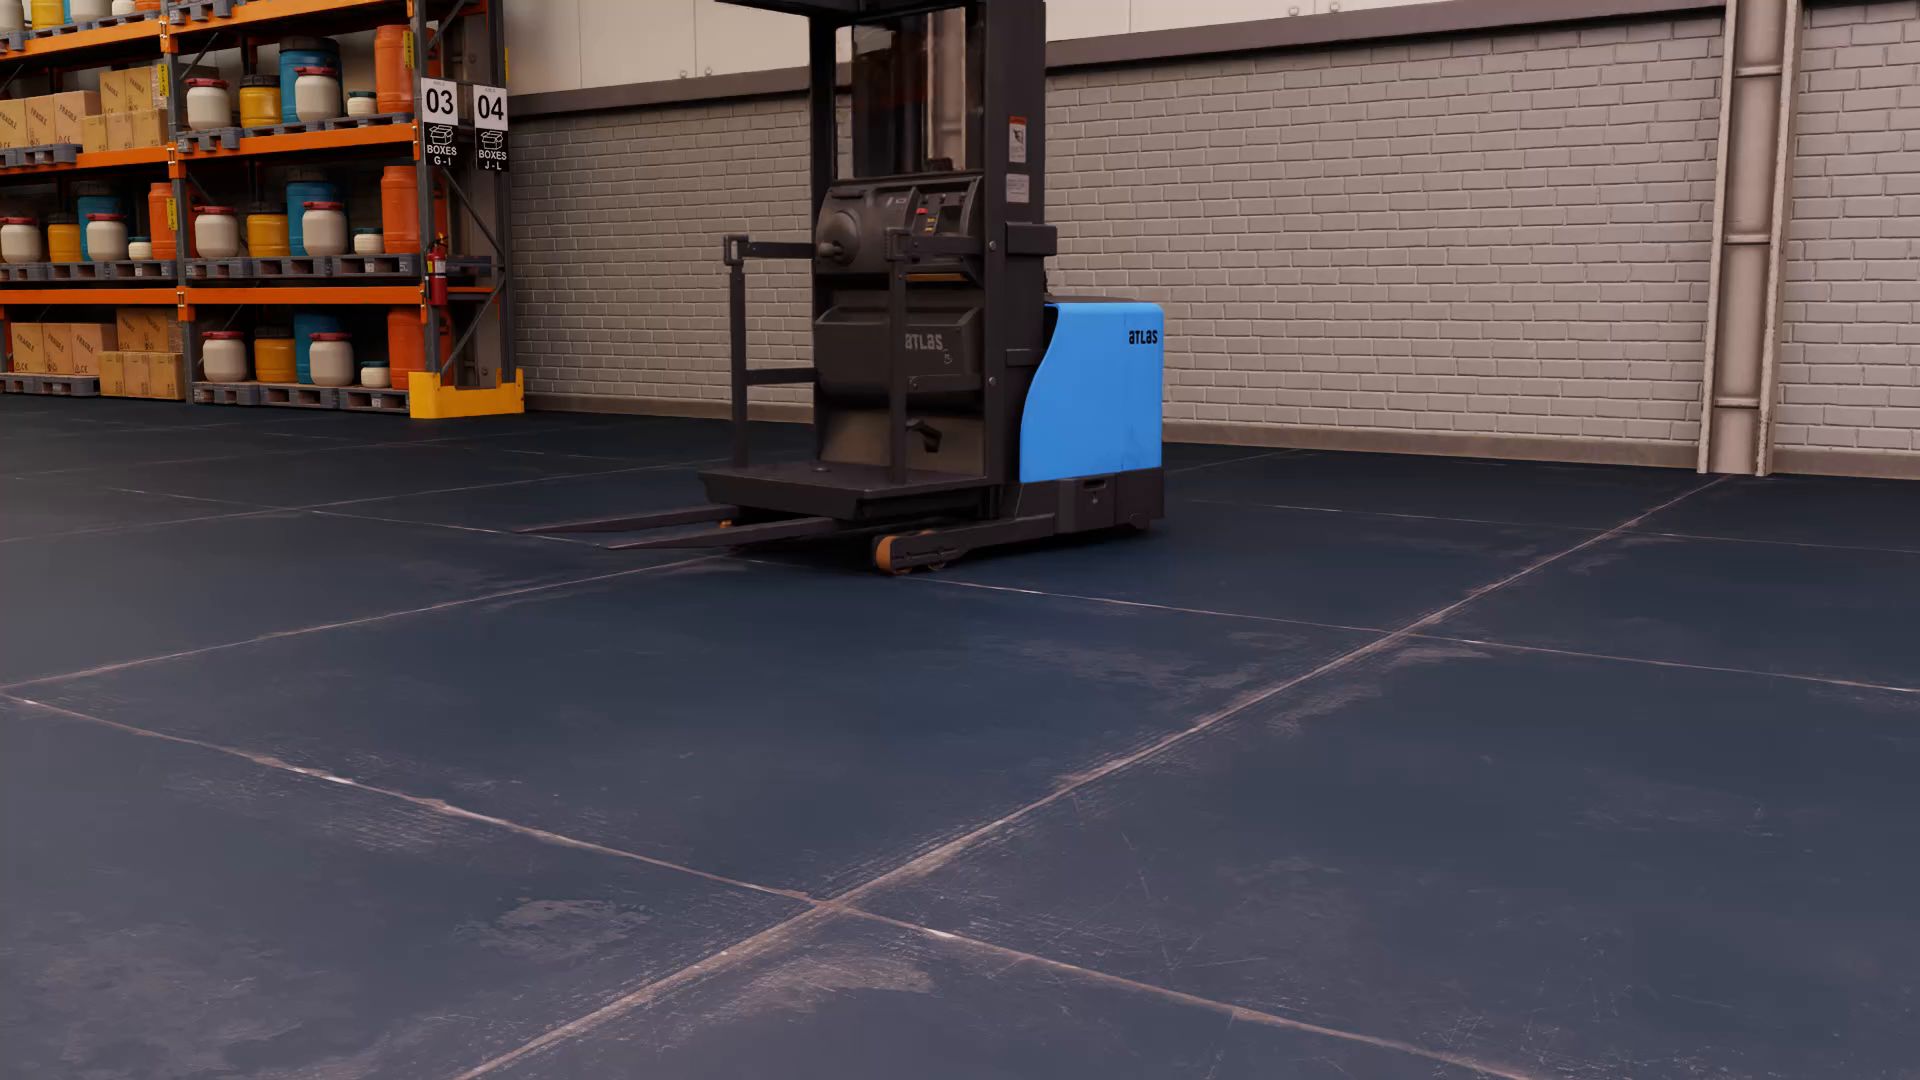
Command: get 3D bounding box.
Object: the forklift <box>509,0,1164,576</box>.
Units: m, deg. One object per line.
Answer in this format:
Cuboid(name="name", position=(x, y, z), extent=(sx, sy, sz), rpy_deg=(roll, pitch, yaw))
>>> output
Cuboid(name="forklift", position=(-0.419, -1.389, 6.957), extent=(1.130, 2.935, 3.031), rpy_deg=(8, 11, 43))
